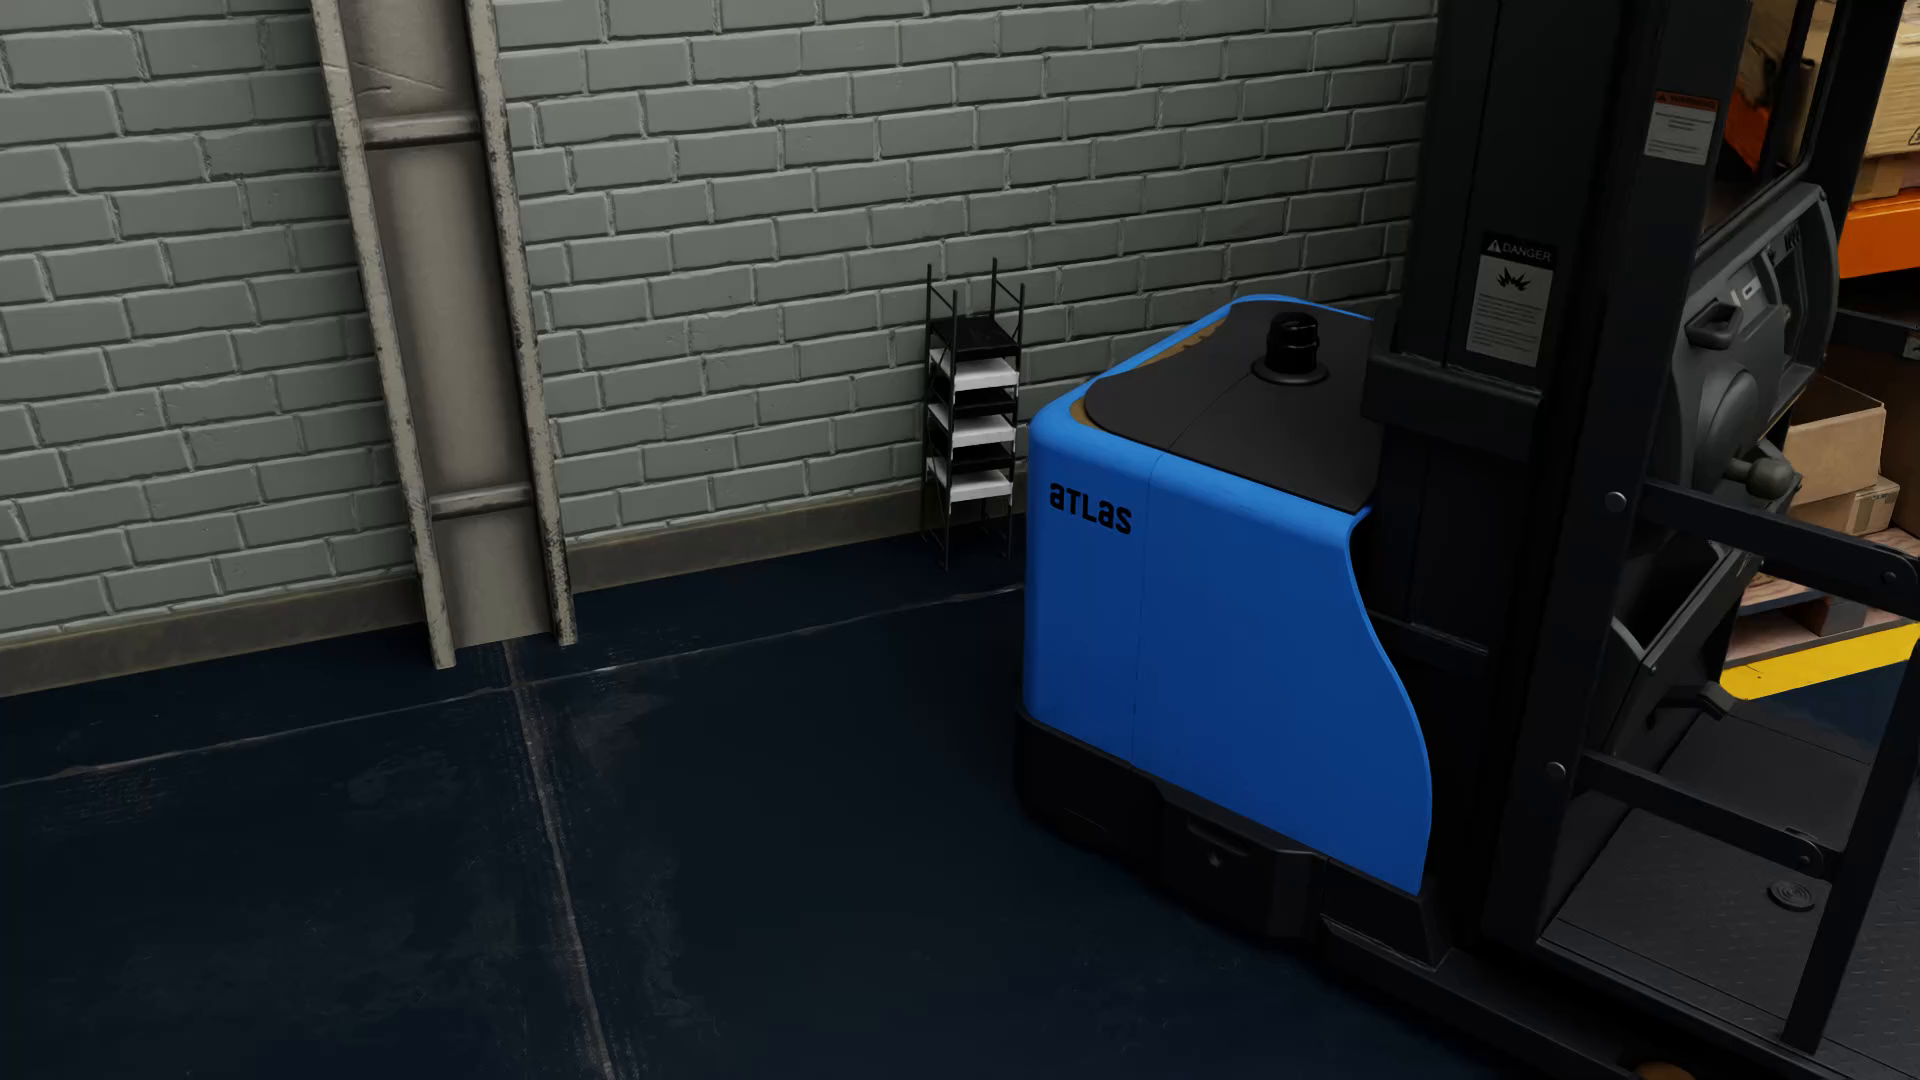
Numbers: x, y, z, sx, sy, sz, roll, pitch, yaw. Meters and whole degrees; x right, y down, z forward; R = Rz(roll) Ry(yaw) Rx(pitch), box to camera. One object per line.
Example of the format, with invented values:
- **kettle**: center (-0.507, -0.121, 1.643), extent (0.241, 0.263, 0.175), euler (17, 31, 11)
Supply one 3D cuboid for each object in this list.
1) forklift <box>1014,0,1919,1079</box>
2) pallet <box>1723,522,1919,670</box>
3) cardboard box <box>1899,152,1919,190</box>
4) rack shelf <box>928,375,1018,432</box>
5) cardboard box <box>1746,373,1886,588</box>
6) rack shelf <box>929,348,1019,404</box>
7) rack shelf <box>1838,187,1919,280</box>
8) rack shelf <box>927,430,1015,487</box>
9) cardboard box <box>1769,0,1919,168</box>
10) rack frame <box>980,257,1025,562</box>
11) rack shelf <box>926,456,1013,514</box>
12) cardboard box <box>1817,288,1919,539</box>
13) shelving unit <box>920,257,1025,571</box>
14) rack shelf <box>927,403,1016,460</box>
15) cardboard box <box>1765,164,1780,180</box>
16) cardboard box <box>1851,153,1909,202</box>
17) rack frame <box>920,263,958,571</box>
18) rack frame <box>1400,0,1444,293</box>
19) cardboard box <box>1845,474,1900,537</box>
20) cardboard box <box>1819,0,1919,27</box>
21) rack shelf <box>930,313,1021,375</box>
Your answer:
- **forklift**: center (1.595, -0.339, 2.884), extent (3.031, 2.935, 1.130), euler (22, 36, 33)
- **pallet**: center (2.334, -0.035, 5.098), extent (1.213, 0.211, 1.003), euler (-10, 31, -18)
- **cardboard box**: center (2.376, -1.042, 4.303), extent (0.250, 0.149, 0.380), euler (-11, 31, -18)
- **rack shelf**: center (0.031, -0.417, 4.952), extent (0.200, 0.077, 0.258), euler (-8, 31, -18)
- **cardboard box**: center (2.122, -0.255, 4.764), extent (0.637, 0.503, 0.797), euler (-12, 32, -20)
- **rack shelf**: center (0.034, -0.496, 4.908), extent (0.200, 0.077, 0.258), euler (-8, 31, -18)
- **rack shelf**: center (3.390, -1.128, 4.926), extent (4.000, 0.370, 1.077), euler (-10, 31, -18)
- **rack shelf**: center (0.025, -0.260, 5.039), extent (0.200, 0.077, 0.258), euler (-8, 31, -18)
- **cardboard box**: center (2.035, -1.113, 4.024), extent (0.500, 0.250, 0.500), euler (-10, 31, -17)
- **rack frame**: center (0.125, -0.382, 5.011), extent (0.006, 0.900, 0.240), euler (-8, 31, -18)
- **rack shelf**: center (0.022, -0.181, 5.082), extent (0.200, 0.077, 0.258), euler (-8, 31, -18)
- **cardboard box**: center (2.937, -0.383, 4.993), extent (0.500, 0.500, 0.700), euler (-9, 31, -16)
- **shelving unit**: center (0.029, -0.368, 4.979), extent (0.210, 0.900, 0.258), euler (-8, 31, -18)
- **rack shelf**: center (0.028, -0.339, 4.995), extent (0.200, 0.077, 0.258), euler (-8, 31, -18)
- **cardboard box**: center (1.919, -0.916, 4.081), extent (0.250, 0.149, 0.380), euler (-11, 31, -18)
- **cardboard box**: center (2.141, -0.981, 4.195), extent (0.250, 0.149, 0.380), euler (-10, 31, -16)
- **rack frame**: center (-0.066, -0.354, 4.947), extent (0.006, 0.900, 0.240), euler (-8, 31, -18)
- **rack frame**: center (1.516, -1.095, 4.142), extent (0.127, 3.000, 1.000), euler (-10, 31, -18)
- **cardboard box**: center (2.534, -0.156, 4.949), extent (0.250, 0.149, 0.380), euler (-12, 32, -20)
- **cardboard box**: center (2.507, -1.200, 4.177), extent (0.500, 0.250, 0.500), euler (-10, 31, -17)
- **rack shelf**: center (0.038, -0.575, 4.865), extent (0.200, 0.077, 0.258), euler (-8, 31, -18)
